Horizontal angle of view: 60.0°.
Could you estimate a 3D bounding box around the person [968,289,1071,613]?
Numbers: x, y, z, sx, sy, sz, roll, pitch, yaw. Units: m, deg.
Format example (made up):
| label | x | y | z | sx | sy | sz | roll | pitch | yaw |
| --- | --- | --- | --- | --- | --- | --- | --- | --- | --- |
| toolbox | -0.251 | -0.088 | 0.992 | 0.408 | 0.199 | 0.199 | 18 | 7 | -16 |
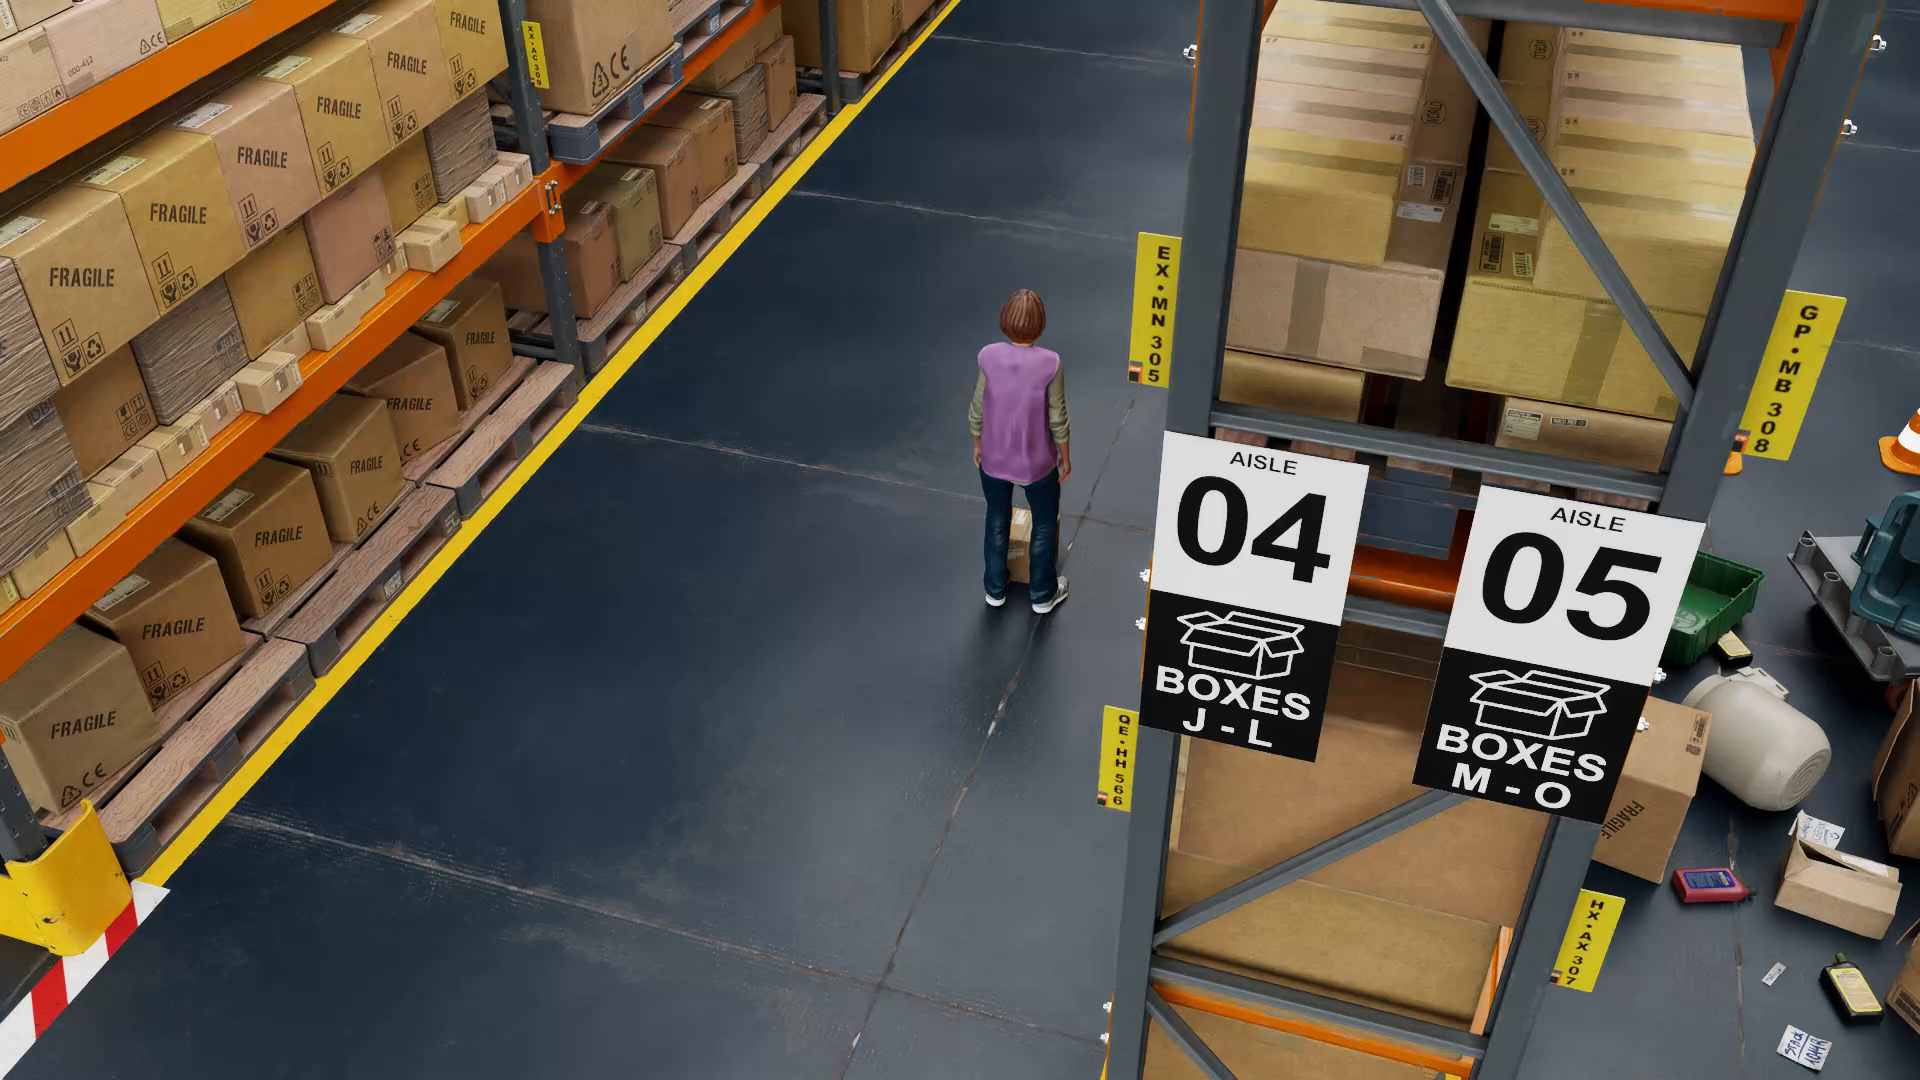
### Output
| label | x | y | z | sx | sy | sz | roll | pitch | yaw |
| --- | --- | --- | --- | --- | --- | --- | --- | --- | --- |
| person | 0.265 | -0.358 | 7.366 | 0.459 | 1.591 | 0.348 | 11 | 39 | 14 |
